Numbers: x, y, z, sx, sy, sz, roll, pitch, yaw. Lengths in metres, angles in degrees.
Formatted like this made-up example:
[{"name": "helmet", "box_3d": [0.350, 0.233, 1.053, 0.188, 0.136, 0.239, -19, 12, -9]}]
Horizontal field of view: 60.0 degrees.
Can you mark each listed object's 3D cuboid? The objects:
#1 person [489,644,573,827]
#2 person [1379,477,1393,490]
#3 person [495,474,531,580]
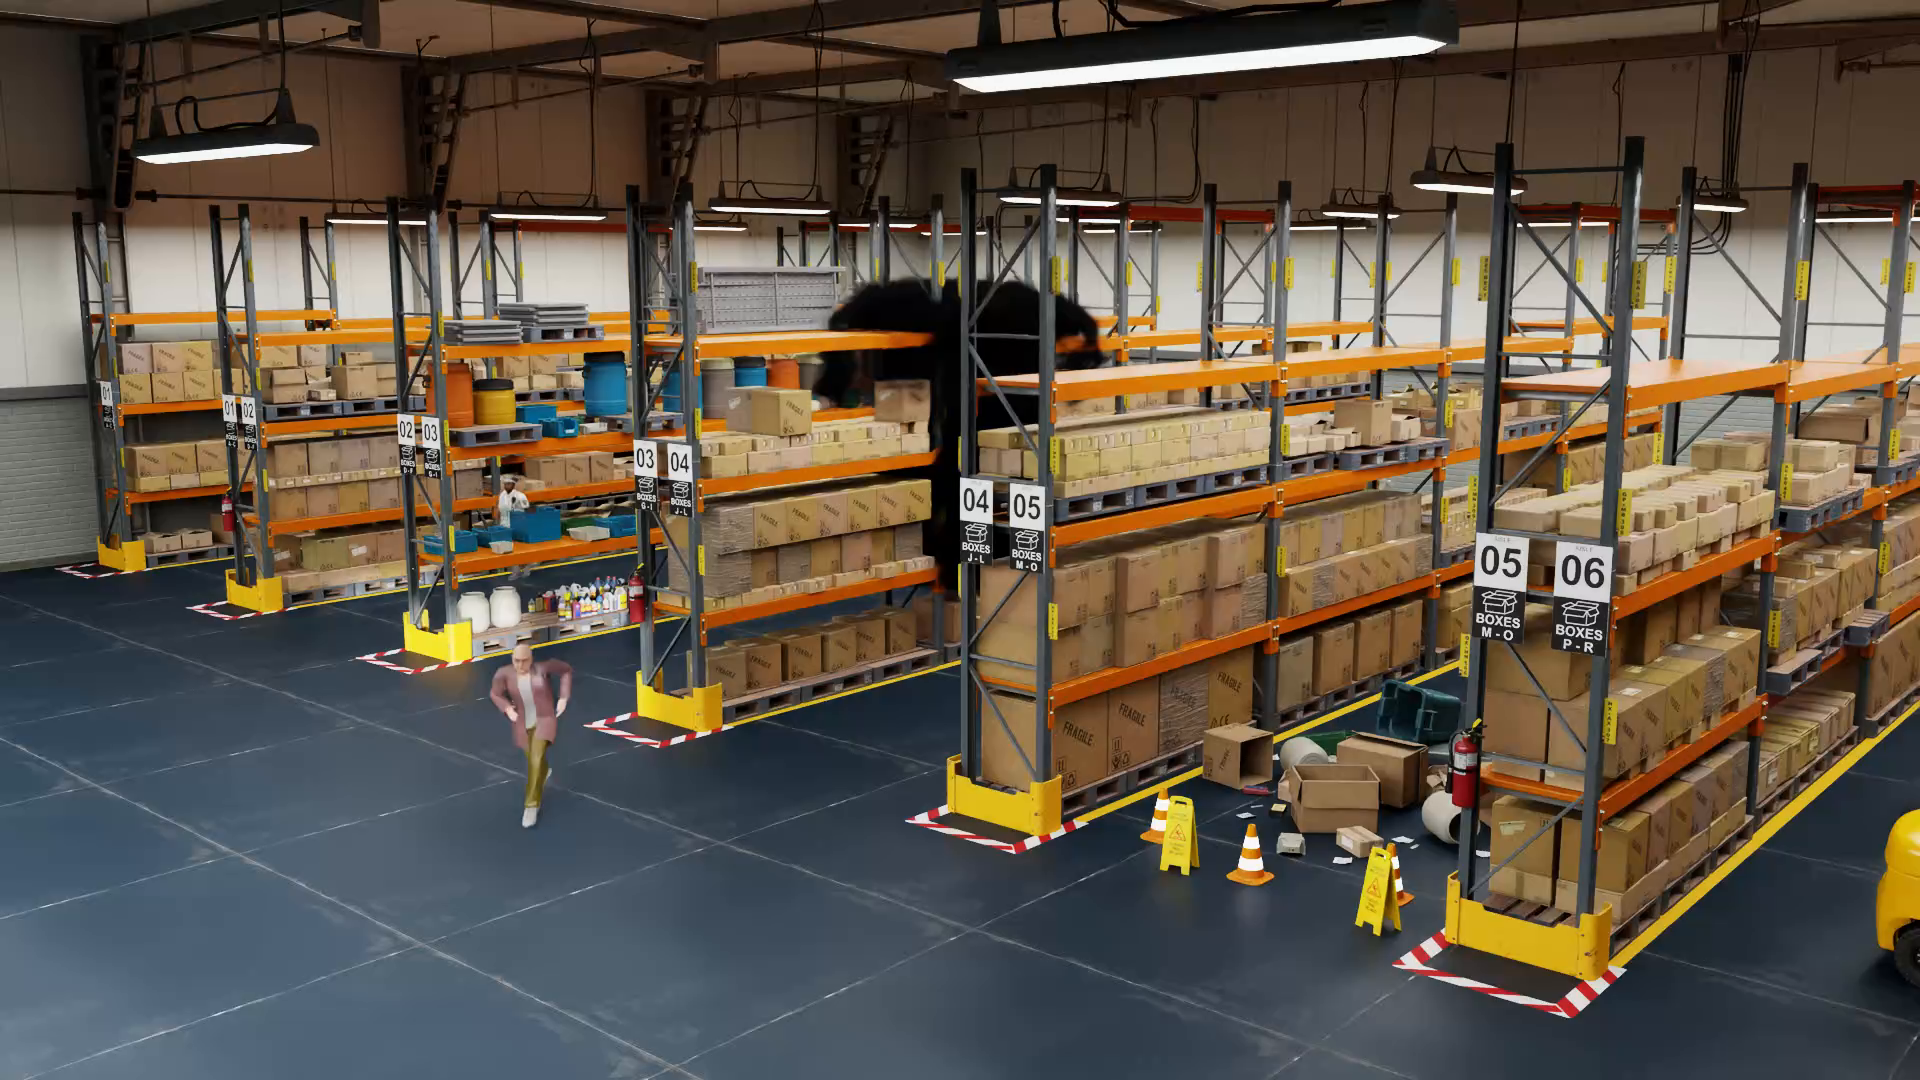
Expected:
[{"name": "person", "box_3d": [-4.029, 1.814, 15.792, 0.753, 1.633, 1.048, -1, 10, -4]}, {"name": "person", "box_3d": [7.860, -0.868, 31.507, 0.619, 1.723, 0.751, -7, 12, -37]}, {"name": "person", "box_3d": [-6.958, -0.201, 25.852, 0.583, 1.665, 0.520, 3, 10, 19]}]
